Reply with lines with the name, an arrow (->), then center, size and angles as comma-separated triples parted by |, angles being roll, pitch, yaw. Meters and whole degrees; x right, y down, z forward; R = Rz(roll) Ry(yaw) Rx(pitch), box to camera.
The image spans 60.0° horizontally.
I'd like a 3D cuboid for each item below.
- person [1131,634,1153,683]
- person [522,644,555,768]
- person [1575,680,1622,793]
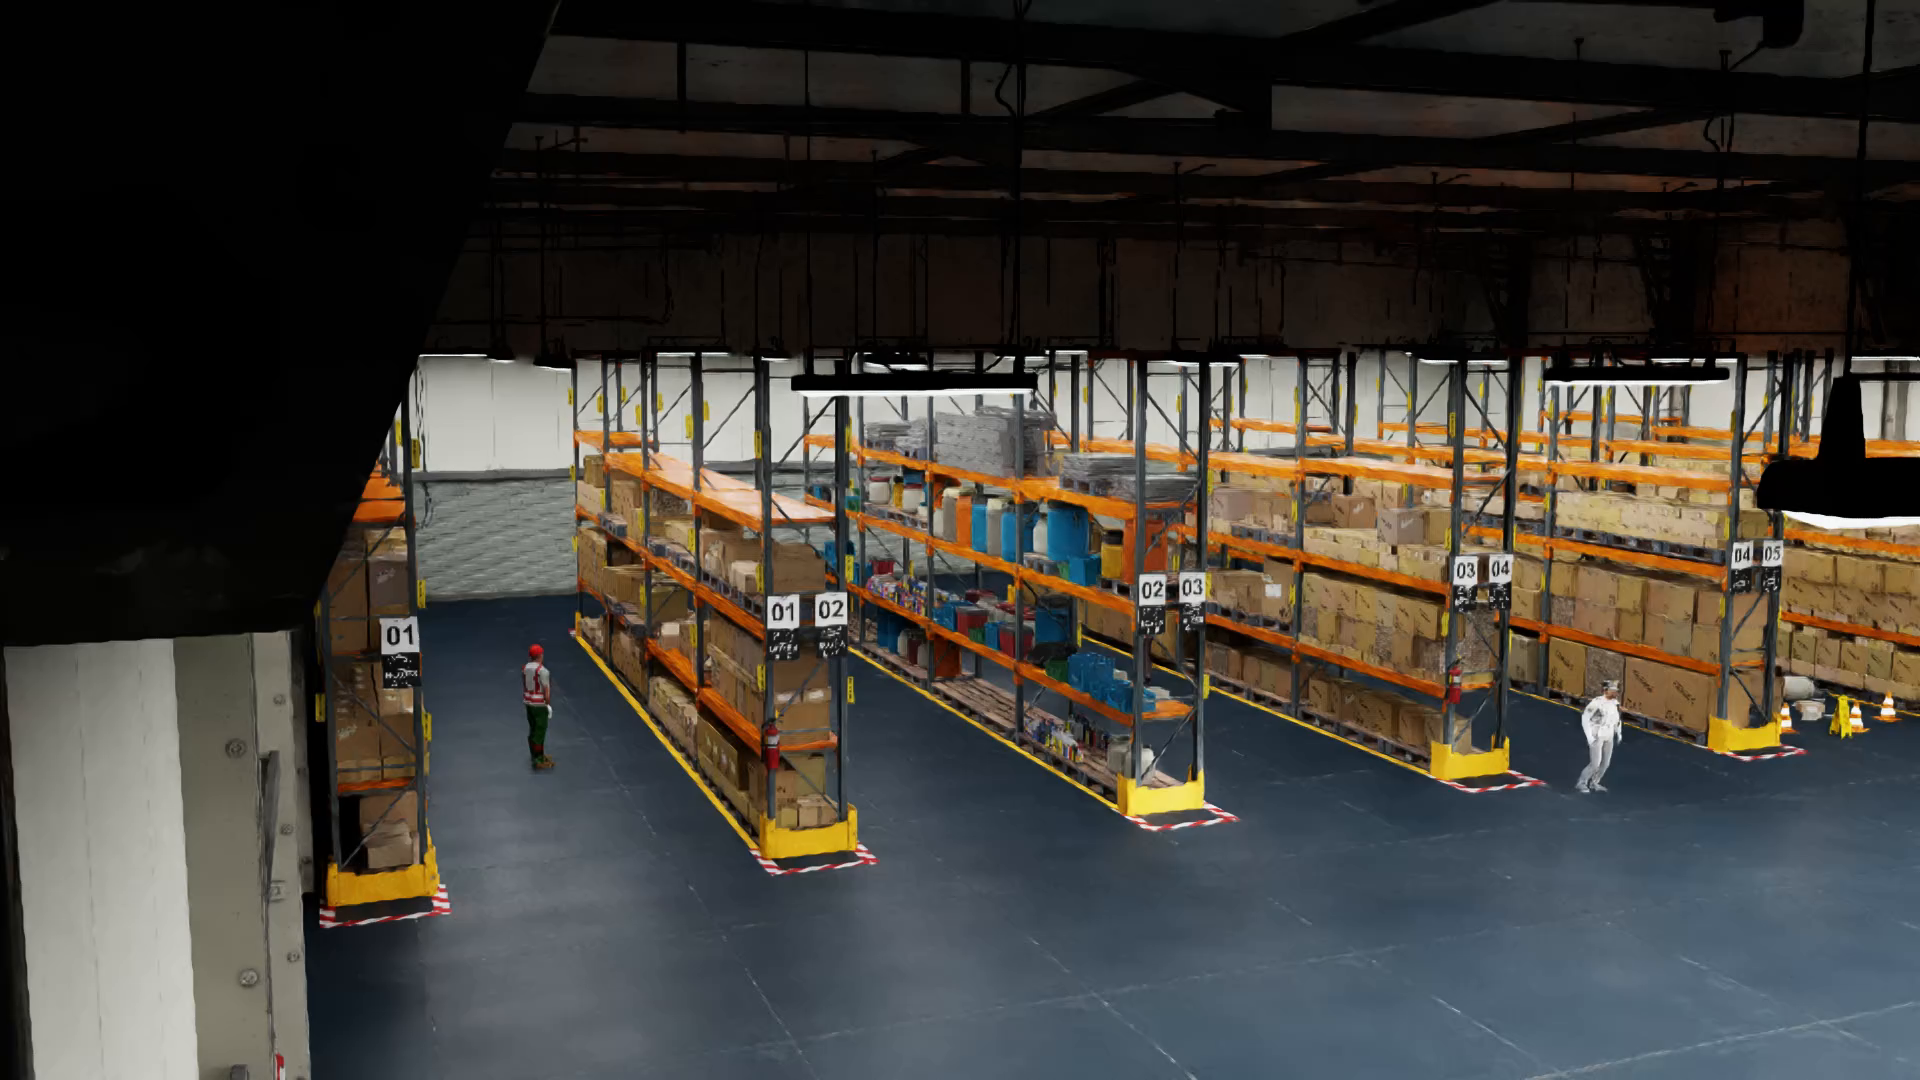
person -> 3.343, 1.716, 30.324 | 0.410, 1.761, 0.581 | -1, 7, -6
person -> -6.153, 2.402, 24.378 | 0.601, 1.787, 0.454 | 6, 9, 41
person -> 8.824, 2.689, 22.907 | 0.639, 1.632, 0.506 | -3, 8, -23
